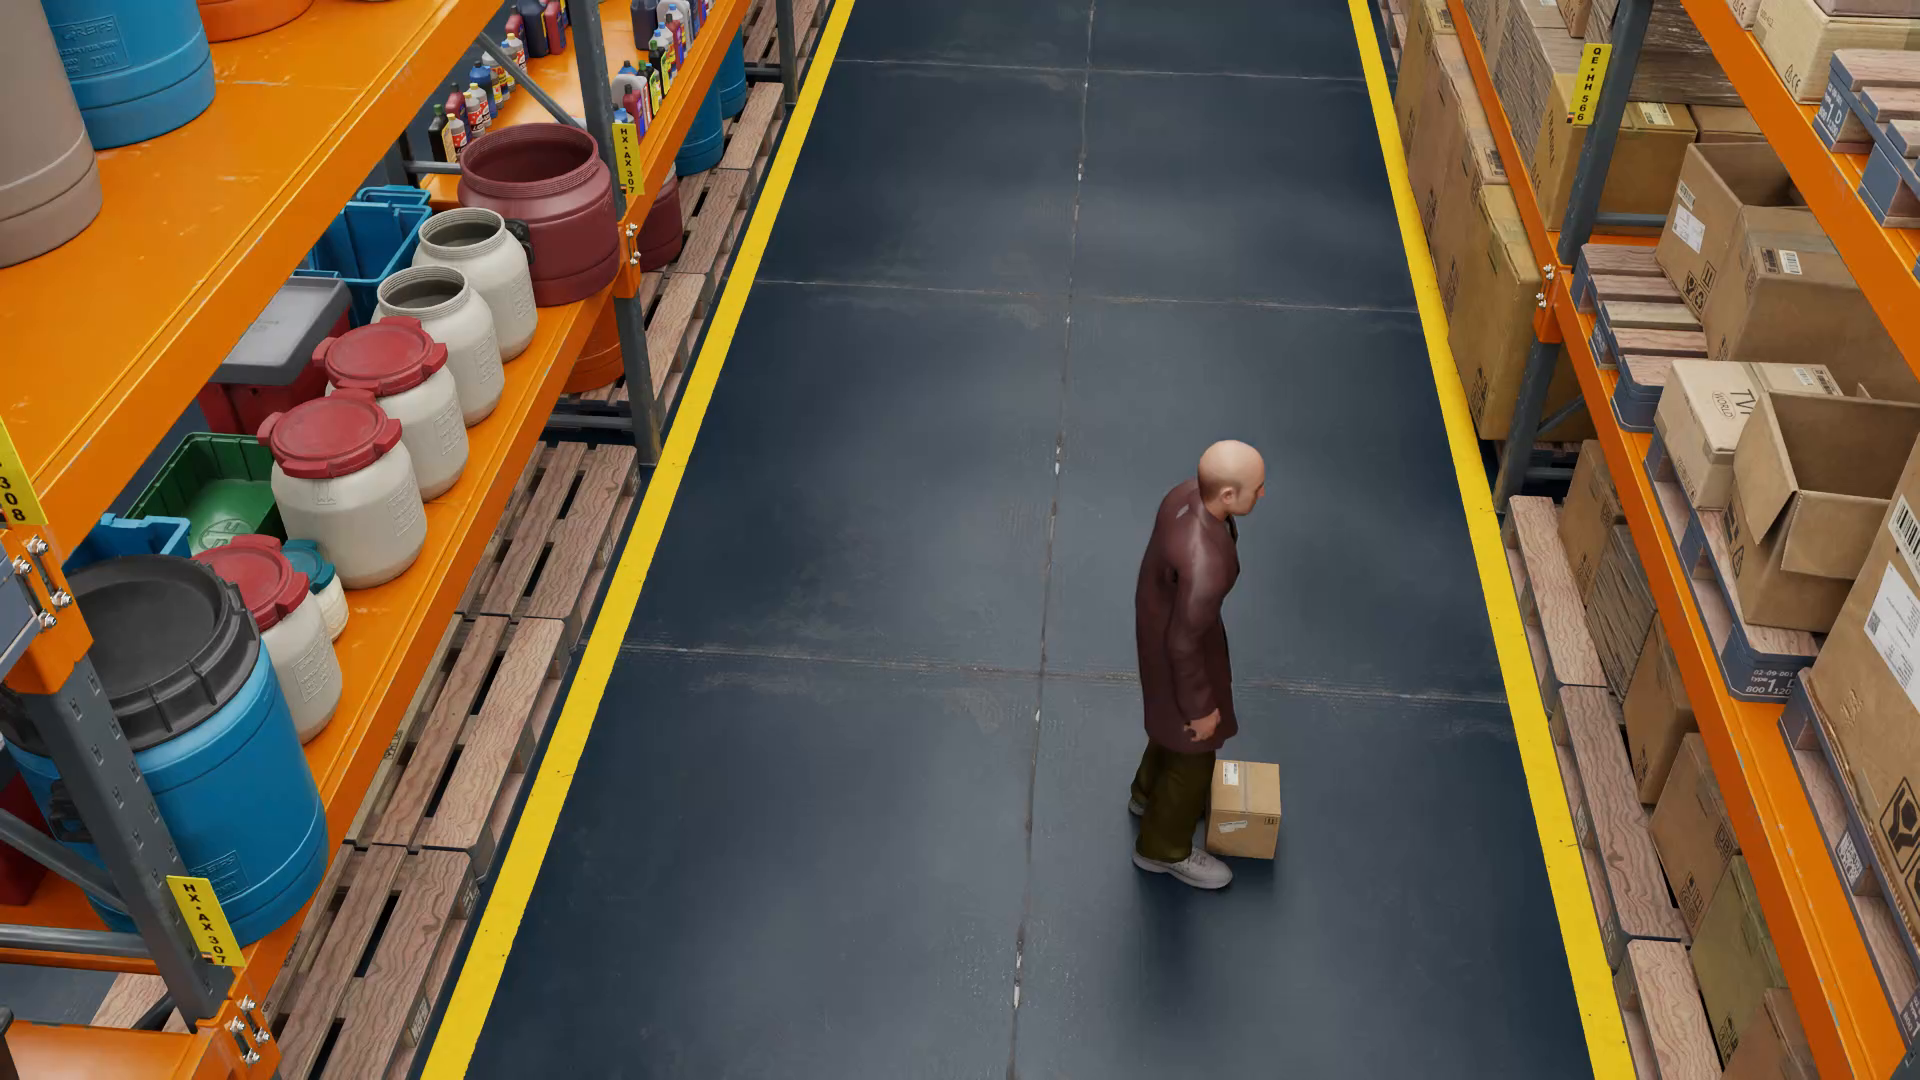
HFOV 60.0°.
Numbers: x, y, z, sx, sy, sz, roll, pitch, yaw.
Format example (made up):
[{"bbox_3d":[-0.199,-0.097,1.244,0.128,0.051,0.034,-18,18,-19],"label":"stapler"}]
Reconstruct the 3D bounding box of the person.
[{"bbox_3d":[0.797,0.403,5.680,0.427,1.774,0.644,3,40,4],"label":"person"}]
